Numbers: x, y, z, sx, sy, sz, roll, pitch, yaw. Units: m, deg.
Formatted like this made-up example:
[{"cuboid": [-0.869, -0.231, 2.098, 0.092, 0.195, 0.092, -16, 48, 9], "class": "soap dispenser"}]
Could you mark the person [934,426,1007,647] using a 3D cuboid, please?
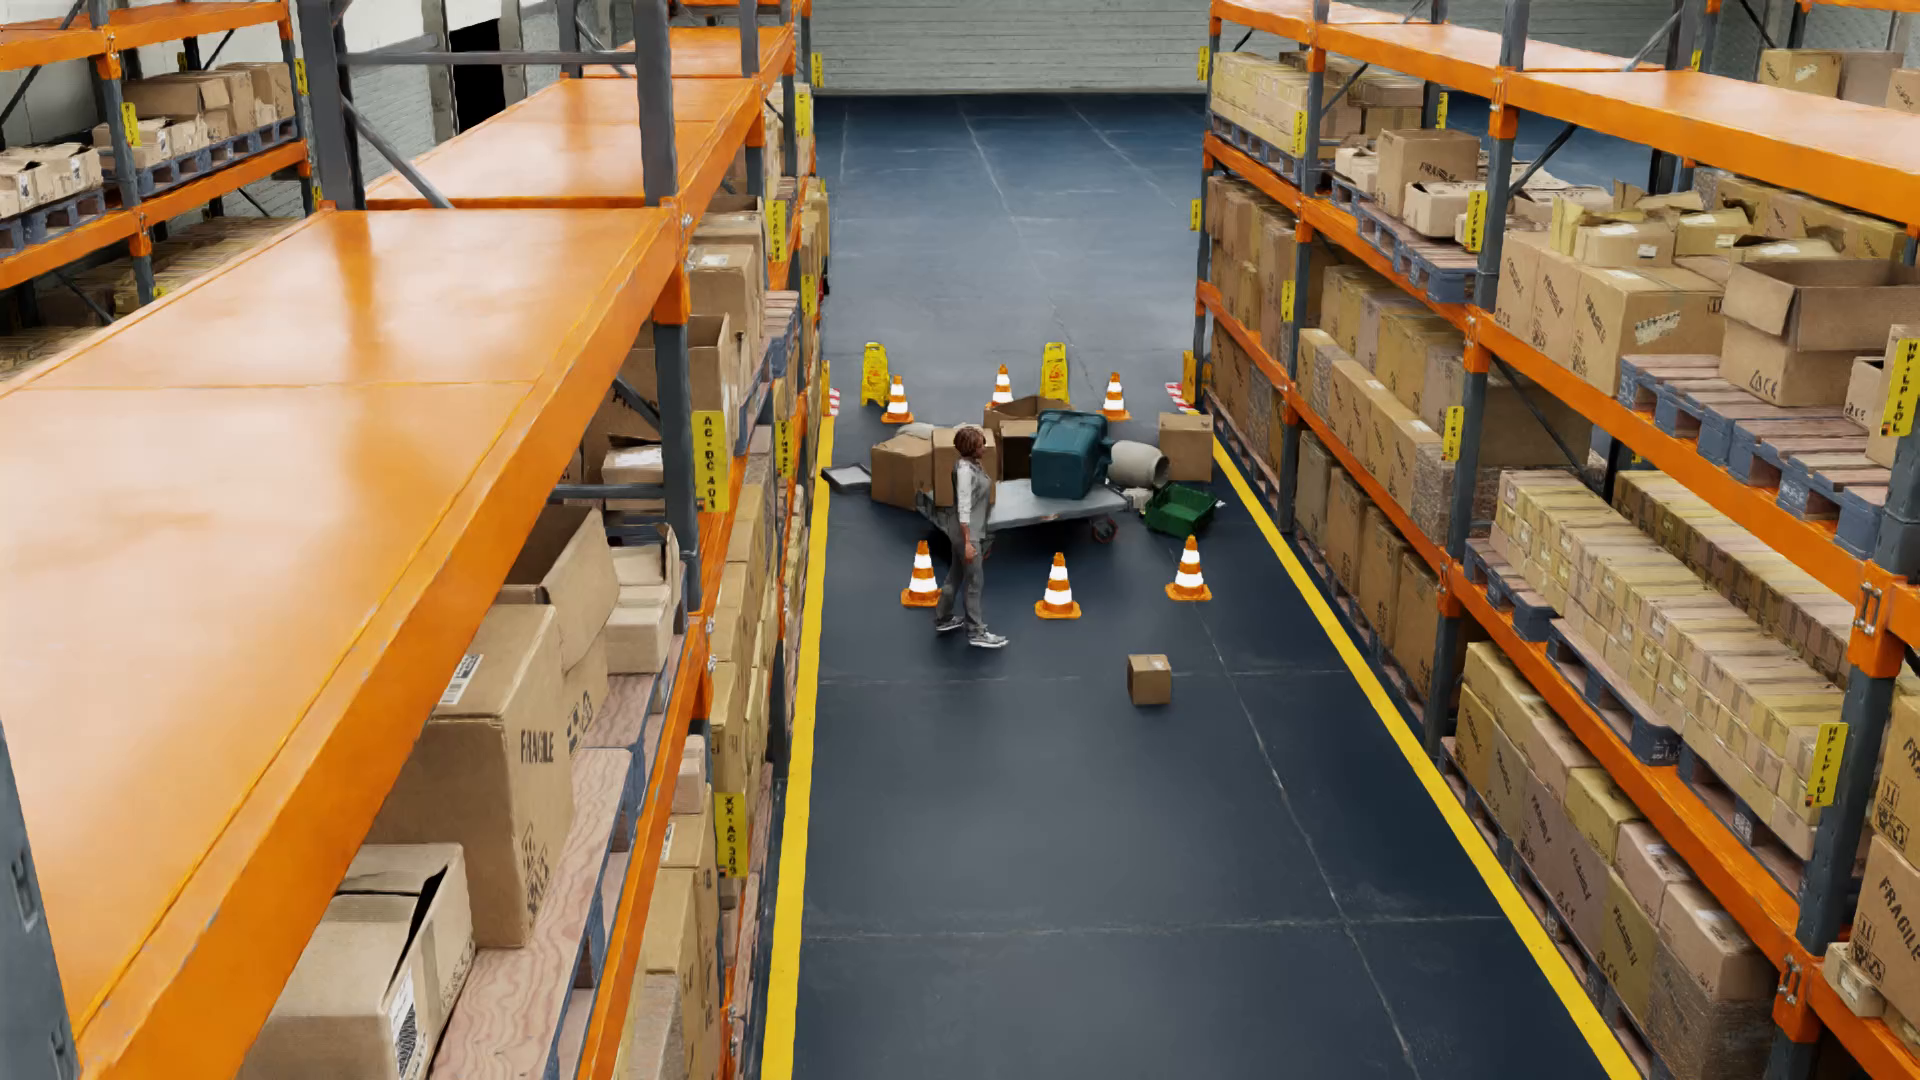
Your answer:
[{"cuboid": [0.074, -0.034, 11.636, 0.533, 1.587, 0.595, 1, 21, 2], "class": "person"}]
